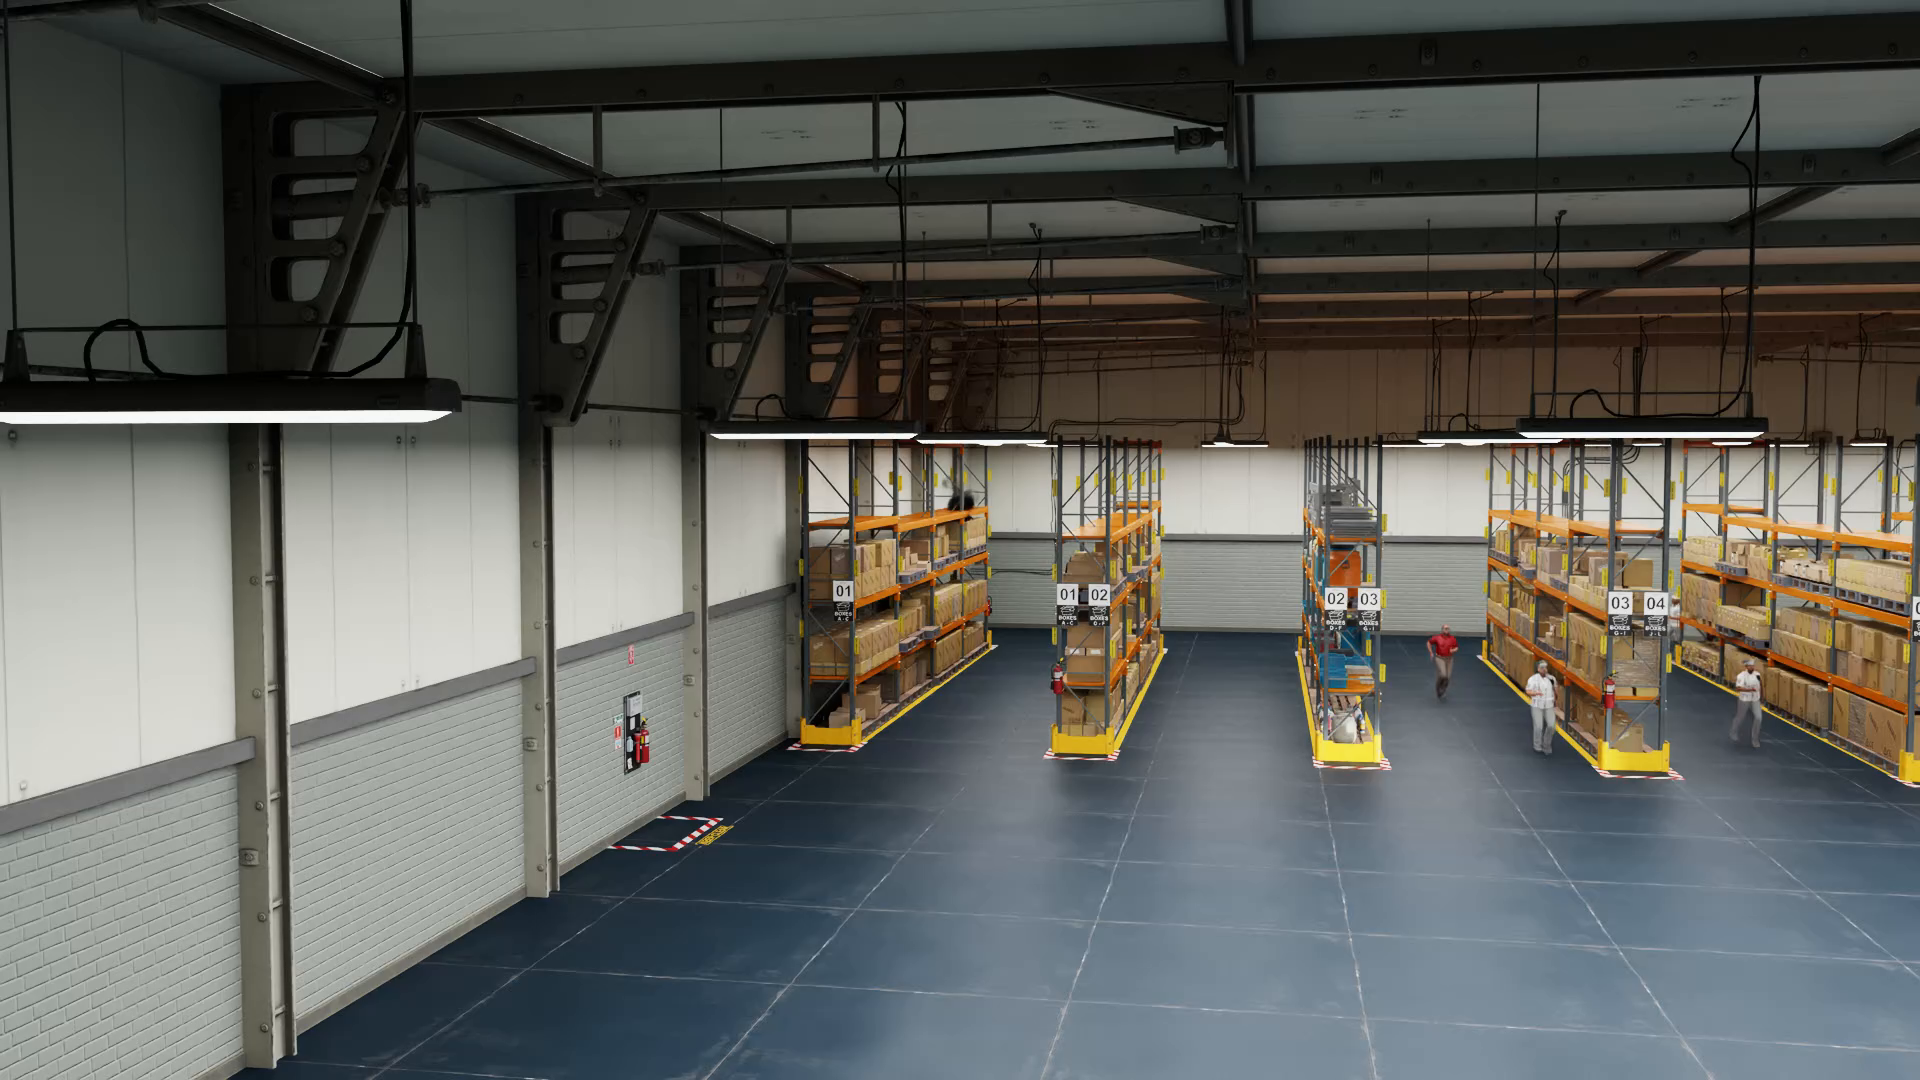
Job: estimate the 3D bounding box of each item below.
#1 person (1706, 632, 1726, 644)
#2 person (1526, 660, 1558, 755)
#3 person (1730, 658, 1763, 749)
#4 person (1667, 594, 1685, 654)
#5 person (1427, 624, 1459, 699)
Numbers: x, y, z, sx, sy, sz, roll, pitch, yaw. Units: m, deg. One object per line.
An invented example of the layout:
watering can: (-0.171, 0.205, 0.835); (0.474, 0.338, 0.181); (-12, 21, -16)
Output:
person: (20.682, 2.400, 45.525); (0.619, 1.714, 1.116); (0, 3, 1)
person: (10.989, 3.158, 31.296); (0.643, 1.810, 0.676); (0, 3, 6)
person: (15.291, 3.137, 32.234); (0.583, 1.743, 0.888); (0, 3, 3)
person: (19.811, 2.390, 45.899); (0.768, 1.817, 0.694); (0, 3, 3)
person: (11.146, 2.801, 38.226); (0.652, 1.718, 0.648); (0, 3, -5)
